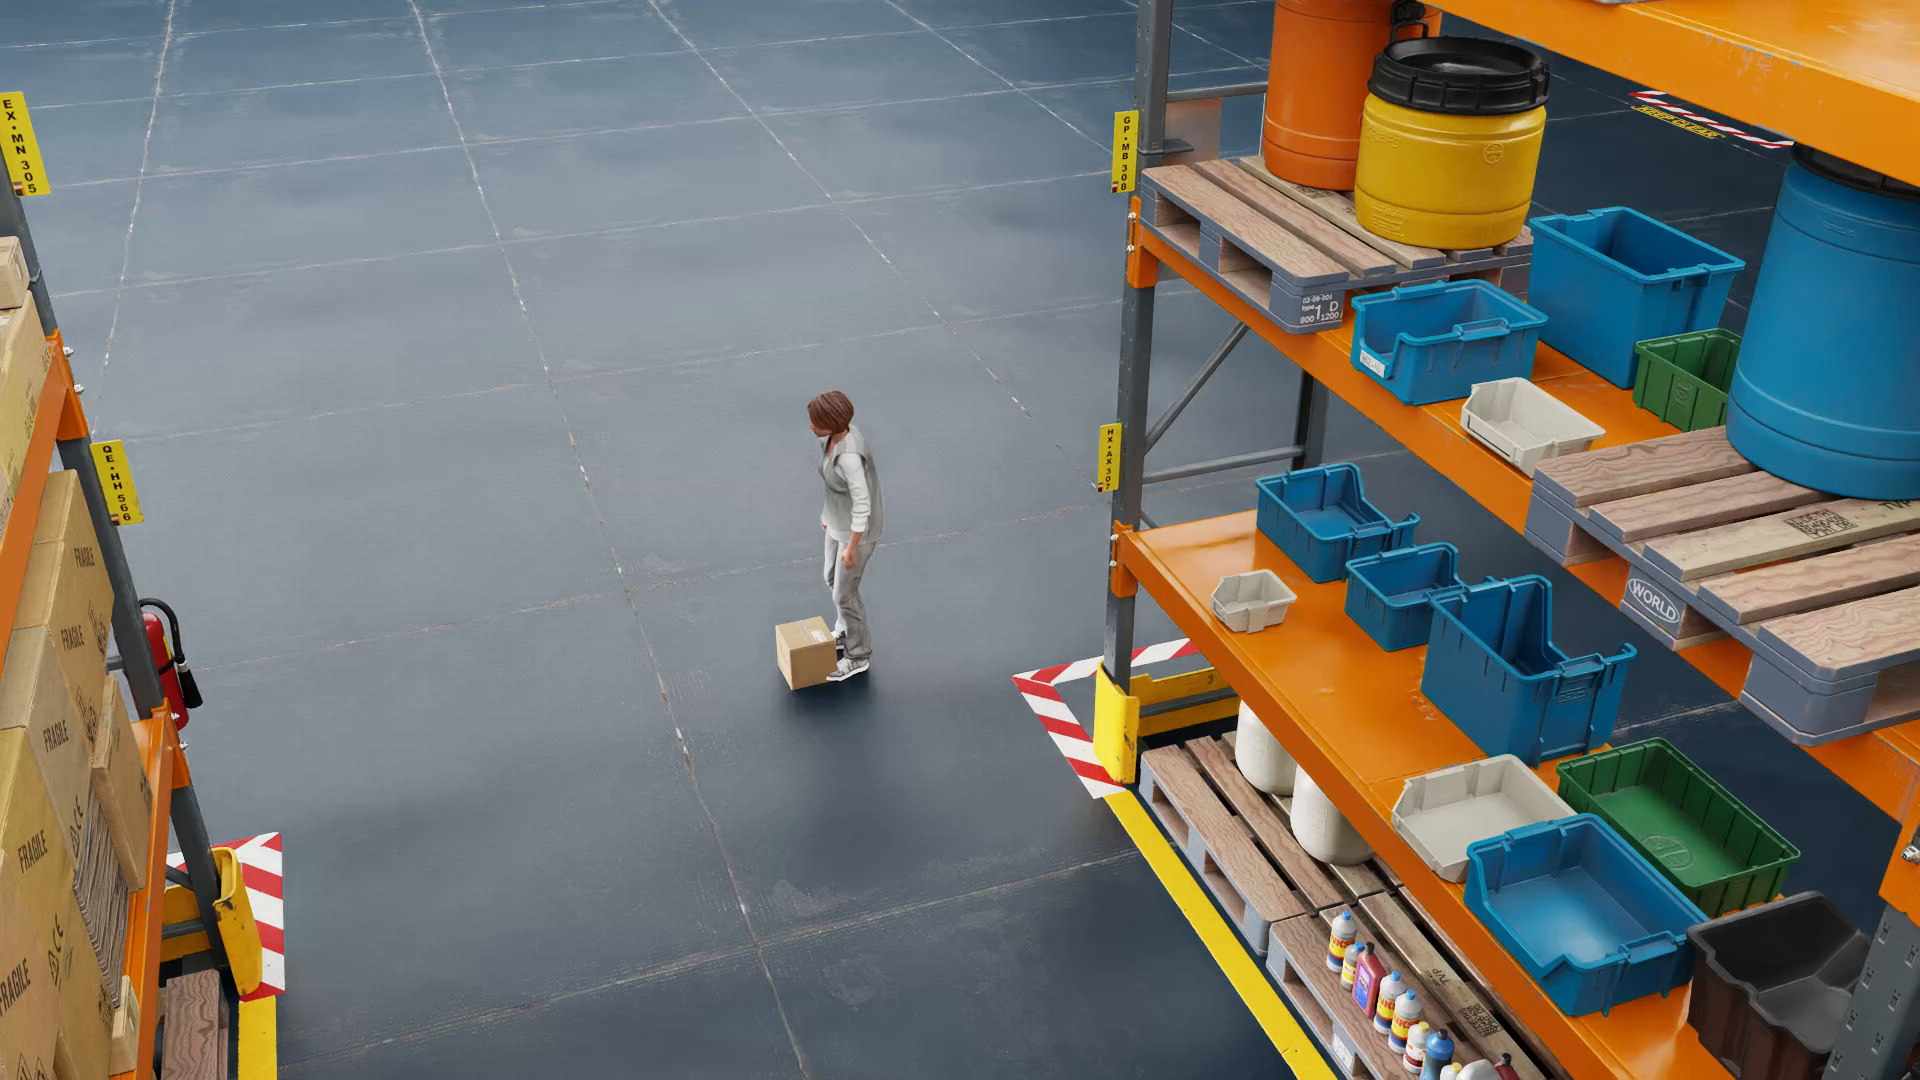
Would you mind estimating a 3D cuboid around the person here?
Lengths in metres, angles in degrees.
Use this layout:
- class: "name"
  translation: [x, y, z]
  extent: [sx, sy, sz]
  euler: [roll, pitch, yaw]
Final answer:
- class: "person"
  translation: [-0.585, -0.039, 8.409]
  extent: [0.366, 1.593, 0.460]
  euler: [-10, 32, -17]
